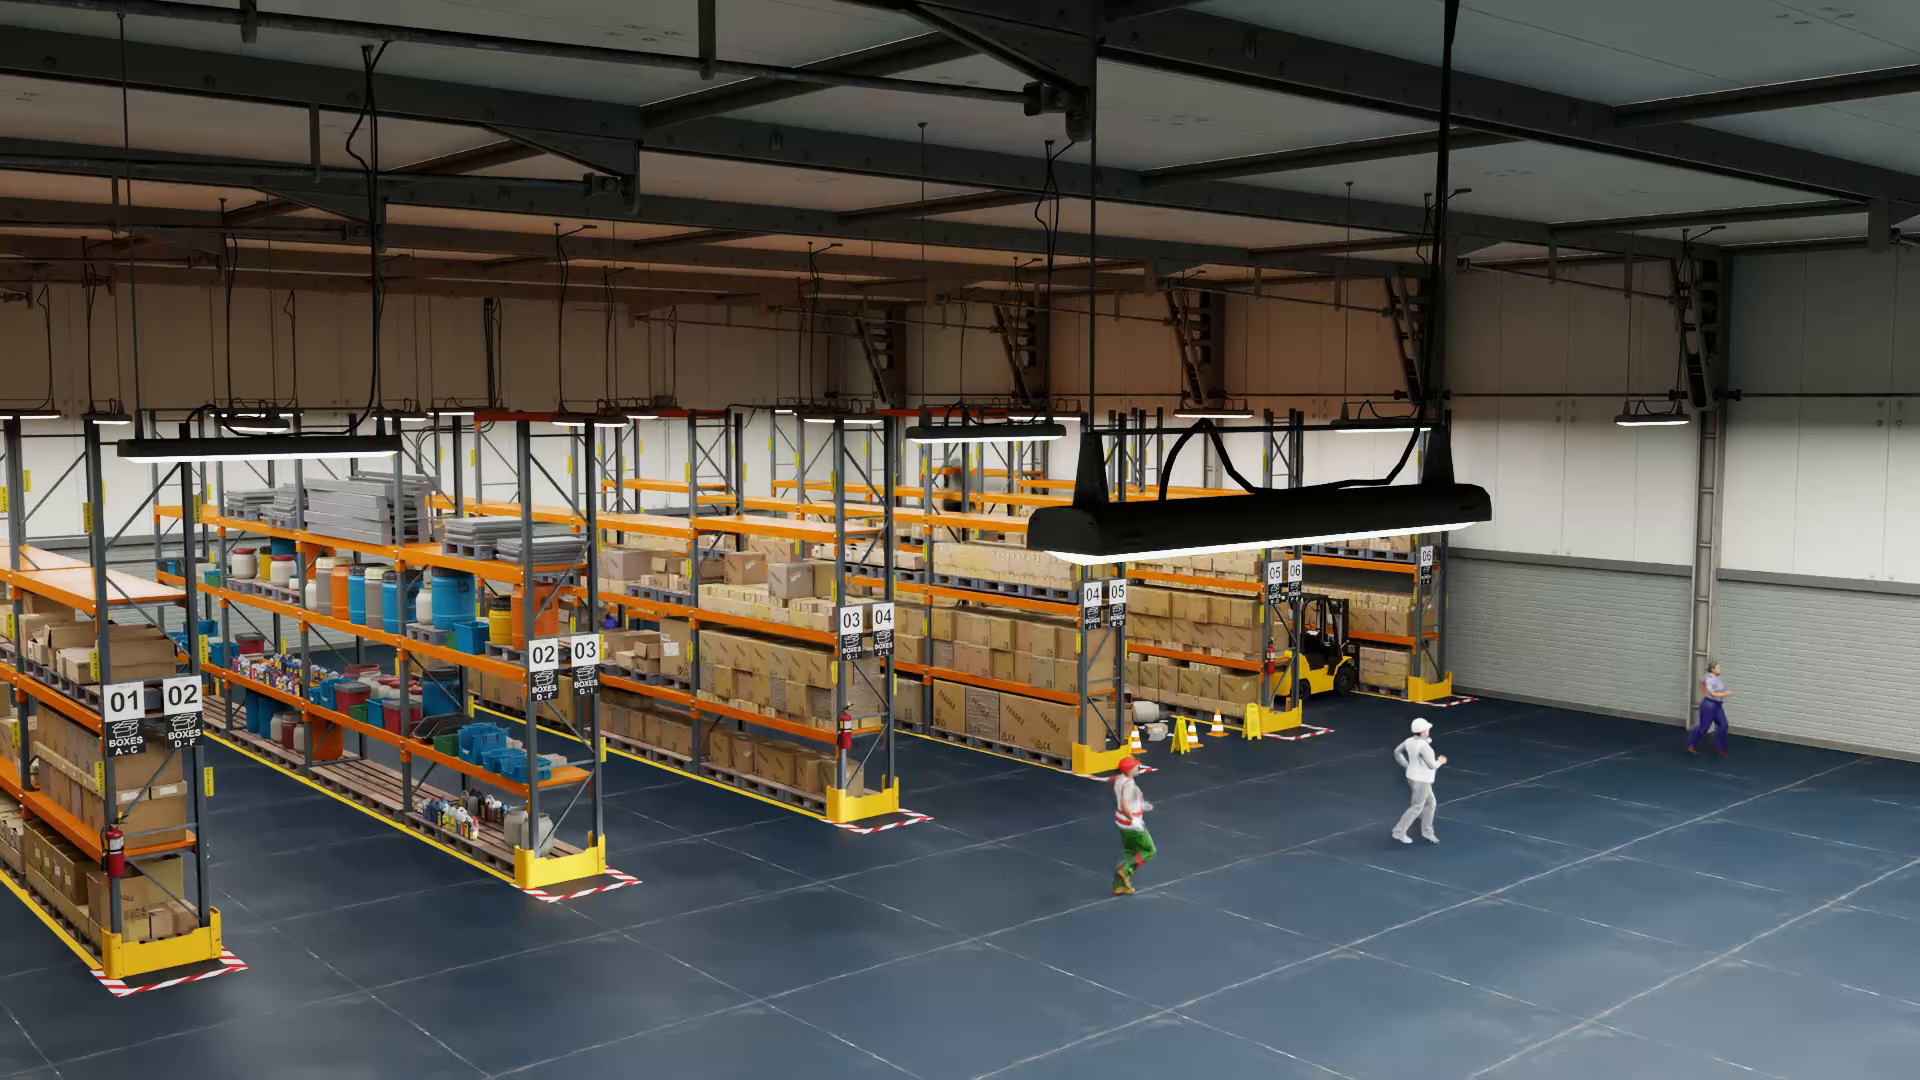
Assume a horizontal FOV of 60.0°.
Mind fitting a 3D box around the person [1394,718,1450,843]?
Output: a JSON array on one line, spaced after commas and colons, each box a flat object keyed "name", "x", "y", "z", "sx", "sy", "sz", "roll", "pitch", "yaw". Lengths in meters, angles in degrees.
[{"name": "person", "x": 6.477, "y": 3.388, "z": 23.270, "sx": 0.854, "sy": 1.819, "sz": 0.636, "roll": -1, "pitch": 5, "yaw": -8}]

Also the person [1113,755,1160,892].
[{"name": "person", "x": 2.250, "y": 3.589, "z": 21.064, "sx": 0.641, "sy": 1.746, "sz": 0.642, "roll": -2, "pitch": 5, "yaw": -19}]

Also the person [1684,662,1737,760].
[{"name": "person", "x": 13.099, "y": 2.961, "z": 28.971, "sx": 0.827, "sy": 1.701, "sz": 0.601, "roll": 4, "pitch": 6, "yaw": 37}]

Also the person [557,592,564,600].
[{"name": "person", "x": -9.552, "y": 2.018, "z": 39.483, "sx": 0.708, "sy": 1.733, "sz": 0.560, "roll": 0, "pitch": 5, "yaw": 4}]

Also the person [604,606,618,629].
[{"name": "person", "x": -7.776, "y": 2.272, "z": 37.030, "sx": 0.568, "sy": 1.611, "sz": 0.560, "roll": -4, "pitch": 6, "yaw": -39}]
